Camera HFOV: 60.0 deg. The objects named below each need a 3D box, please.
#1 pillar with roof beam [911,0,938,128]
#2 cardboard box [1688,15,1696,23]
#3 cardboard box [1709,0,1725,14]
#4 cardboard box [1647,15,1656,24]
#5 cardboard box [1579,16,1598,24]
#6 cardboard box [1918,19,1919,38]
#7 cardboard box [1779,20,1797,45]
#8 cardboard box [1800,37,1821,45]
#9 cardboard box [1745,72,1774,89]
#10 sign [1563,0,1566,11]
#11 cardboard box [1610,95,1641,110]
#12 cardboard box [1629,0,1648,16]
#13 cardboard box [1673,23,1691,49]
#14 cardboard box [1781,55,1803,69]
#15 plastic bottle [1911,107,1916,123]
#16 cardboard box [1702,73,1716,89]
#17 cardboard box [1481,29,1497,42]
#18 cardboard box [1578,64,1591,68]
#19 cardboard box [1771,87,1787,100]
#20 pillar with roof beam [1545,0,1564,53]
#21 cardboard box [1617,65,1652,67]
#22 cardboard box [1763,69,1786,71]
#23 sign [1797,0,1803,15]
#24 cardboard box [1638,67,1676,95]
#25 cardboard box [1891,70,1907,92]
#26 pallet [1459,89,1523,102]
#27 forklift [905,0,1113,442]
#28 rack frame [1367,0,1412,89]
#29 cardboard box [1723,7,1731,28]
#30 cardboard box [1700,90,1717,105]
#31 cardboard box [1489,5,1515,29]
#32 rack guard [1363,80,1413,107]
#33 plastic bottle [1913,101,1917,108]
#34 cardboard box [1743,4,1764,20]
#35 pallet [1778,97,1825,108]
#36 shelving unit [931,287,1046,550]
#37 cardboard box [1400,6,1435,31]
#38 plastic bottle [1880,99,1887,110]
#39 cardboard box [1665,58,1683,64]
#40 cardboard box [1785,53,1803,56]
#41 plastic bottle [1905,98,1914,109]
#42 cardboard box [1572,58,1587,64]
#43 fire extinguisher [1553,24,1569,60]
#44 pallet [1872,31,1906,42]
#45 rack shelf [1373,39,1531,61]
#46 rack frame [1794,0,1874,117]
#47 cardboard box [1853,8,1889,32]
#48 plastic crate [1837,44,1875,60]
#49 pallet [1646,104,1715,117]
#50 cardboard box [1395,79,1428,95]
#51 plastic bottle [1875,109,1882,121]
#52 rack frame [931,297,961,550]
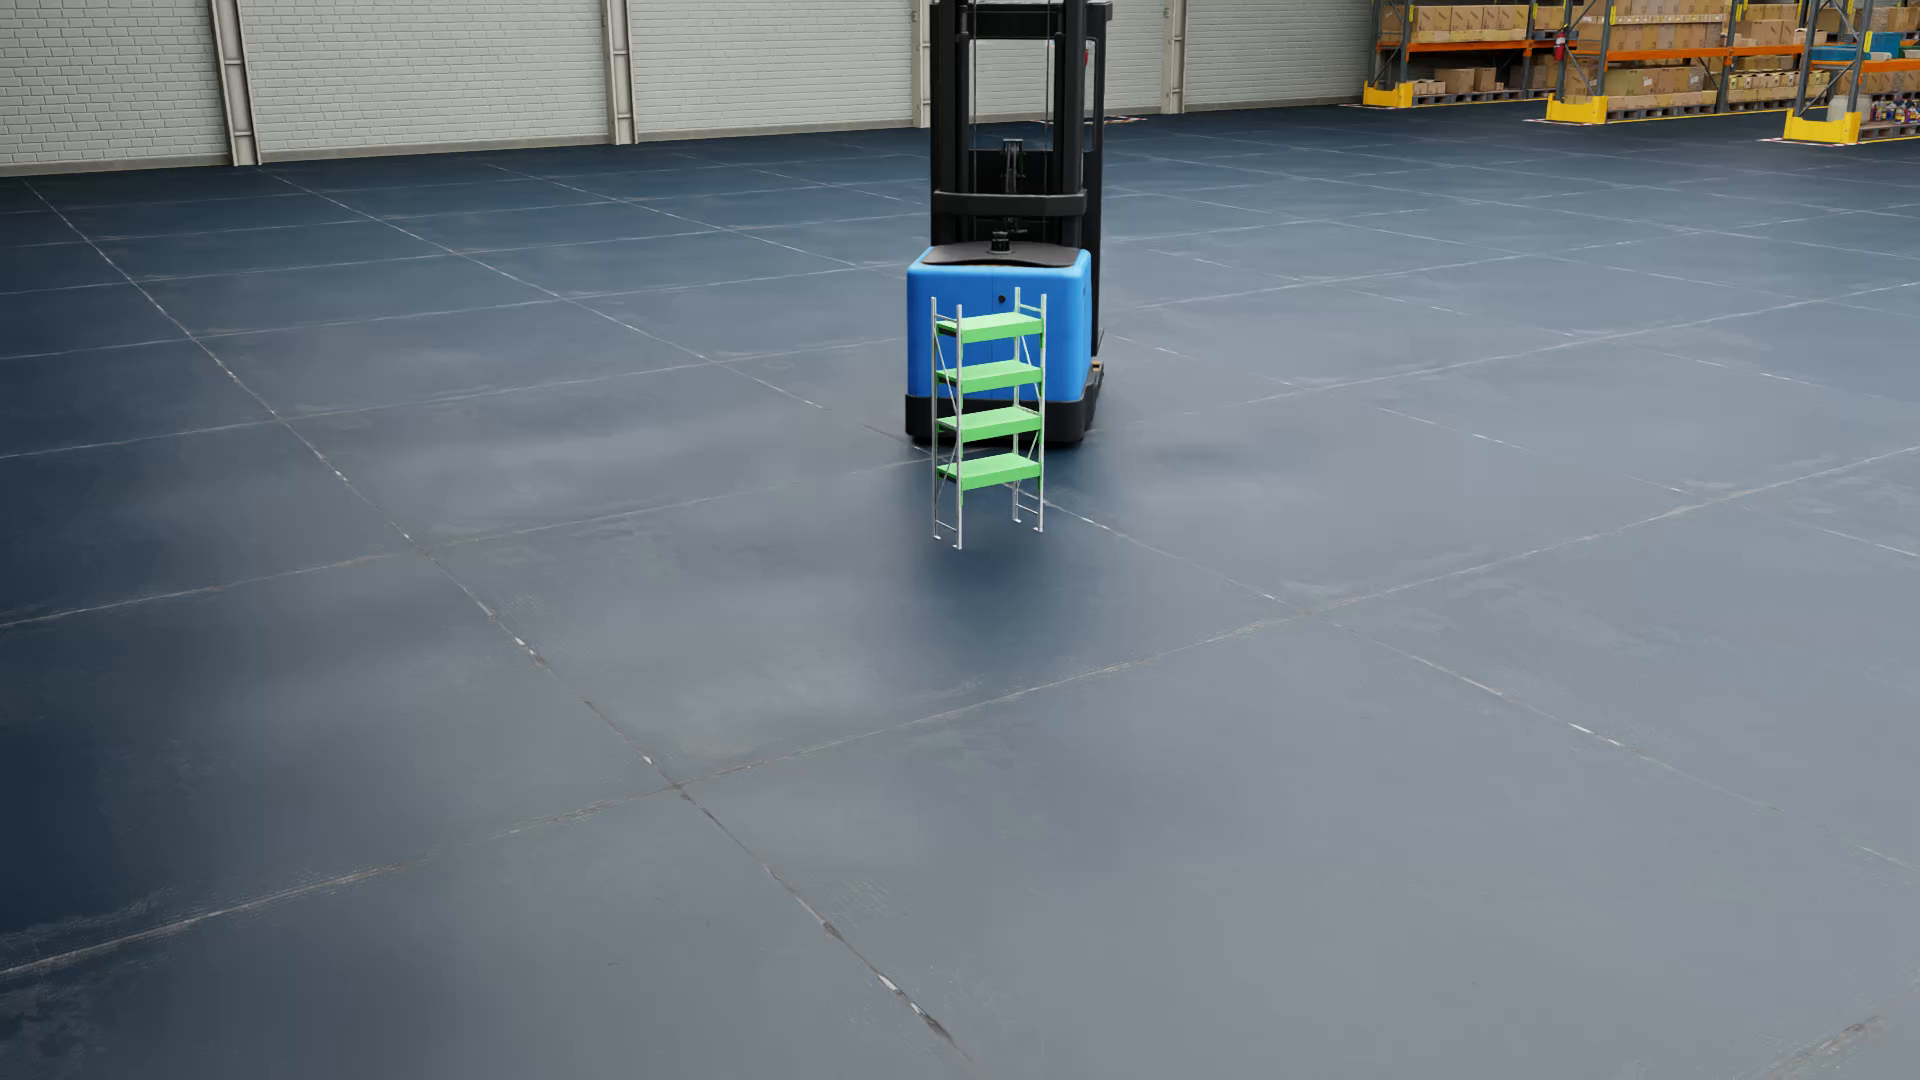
[{"bbox_3d":[1.720,-10.837,26.250,0.400,9.000,9.100,-12,22,-31],"label":"pillar with roof beam"},{"bbox_3d":[14.374,-10.357,33.027,0.250,0.149,0.380,-12,22,-32],"label":"cardboard box"},{"bbox_3d":[14.967,-10.868,33.526,0.500,0.500,0.700,-12,22,-31],"label":"cardboard box"},{"bbox_3d":[13.301,-10.130,32.356,0.250,0.149,0.380,-13,23,-33],"label":"cardboard box"},{"bbox_3d":[12.208,-10.054,32.132,0.250,0.149,0.380,-12,22,-32],"label":"cardboard box"},{"bbox_3d":[22.292,-11.899,38.602,0.500,0.500,0.500,-11,22,-31],"label":"cardboard box"},{"bbox_3d":[17.283,-10.738,35.167,0.500,0.500,0.500,-13,23,-34],"label":"cardboard box"},{"bbox_3d":[18.076,-10.639,35.423,0.250,0.149,0.380,-12,22,-31],"label":"cardboard box"},{"bbox_3d":[16.669,-9.632,34.815,0.500,0.311,0.500,-13,22,-33],"label":"cardboard box"},{"bbox_3d":[11.707,-10.390,32.115,0.005,0.325,0.100,-12,22,-31],"label":"sign"},{"bbox_3d":[12.979,-8.602,32.642,0.500,0.250,0.500,-12,22,-31],"label":"cardboard box"},{"bbox_3d":[12.871,-10.426,32.218,0.500,0.500,0.700,-13,22,-33],"label":"cardboard box"},{"bbox_3d":[14.109,-10.071,33.196,0.500,0.500,0.700,-12,22,-31],"label":"cardboard box"},{"bbox_3d":[21.681,-12.501,43.784,0.500,0.500,0.700,-12,22,-32],"label":"cardboard box"},{"bbox_3d":[16.770,-7.486,29.277,0.097,0.271,0.097,0,19,0],"label":"plastic bottle"},{"bbox_3d":[15.515,-9.596,34.708,0.500,0.311,0.500,-12,22,-31],"label":"cardboard box"},{"bbox_3d":[11.546,-11.206,36.911,0.500,0.250,0.500,-12,22,-32],"label":"cardboard box"},{"bbox_3d":[14.481,-11.044,39.444,0.500,0.500,0.700,-12,22,-32],"label":"cardboard box"},{"bbox_3d":[17.091,-9.458,35.175,0.500,0.250,0.500,-11,22,-30],"label":"cardboard box"},{"bbox_3d":[16.754,-14.008,35.628,0.400,9.000,9.100,-12,22,-31],"label":"pillar with roof beam"},{"bbox_3d":[13.523,-9.275,33.462,0.500,0.500,0.500,-12,22,-31],"label":"cardboard box"},{"bbox_3d":[17.642,-10.044,36.033,0.500,0.311,0.500,-13,22,-33],"label":"cardboard box"},{"bbox_3d":[18.369,-11.645,36.322,0.005,0.325,0.100,-12,22,-31],"label":"sign"},{"bbox_3d":[13.818,-9.131,33.038,0.500,0.500,0.500,-12,22,-31],"label":"cardboard box"},{"bbox_3d":[20.925,-10.383,37.489,0.500,0.500,0.500,-12,22,-31],"label":"cardboard box"},{"bbox_3d":[12.065,-10.162,37.972,1.213,0.211,1.003,-12,22,-31],"label":"pallet"},{"bbox_3d":[0.390,-2.391,10.742,1.130,2.935,3.031,3,19,7],"label":"forklift"},{"bbox_3d":[9.266,-10.906,35.820,0.127,3.000,1.000,-12,22,-31],"label":"rack frame"},{"bbox_3d":[19.041,-13.068,41.565,0.500,0.500,0.500,-12,22,-32],"label":"cardboard box"},{"bbox_3d":[15.067,-9.042,33.945,0.500,0.250,0.500,-12,22,-31],"label":"cardboard box"},{"bbox_3d":[11.968,-11.649,37.049,0.500,0.500,0.500,-12,22,-32],"label":"cardboard box"},{"bbox_3d":[9.329,-9.735,36.260,0.348,0.500,1.175,-12,22,-31],"label":"rack guard"},{"bbox_3d":[17.548,-7.937,30.613,0.097,0.271,0.097,0,19,0],"label":"plastic bottle"},{"bbox_3d":[19.750,-13.253,42.293,0.700,0.700,0.980,-12,22,-31],"label":"cardboard box"},{"bbox_3d":[17.966,-9.535,36.119,1.213,0.211,1.003,-12,22,-31],"label":"pallet"},{"bbox_3d":[0.138,-0.598,8.139,0.503,1.200,0.258,-12,22,-31],"label":"shelving unit"},{"bbox_3d":[9.830,-11.203,35.731,0.500,0.500,0.500,-12,22,-31],"label":"cardboard box"},{"bbox_3d":[16.640,-7.775,30.007,0.185,0.351,0.144,-12,22,-32],"label":"plastic bottle"},{"bbox_3d":[17.369,-11.742,40.995,0.750,0.750,0.750,-12,22,-32],"label":"cardboard box"},{"bbox_3d":[21.879,-12.779,43.596,0.250,0.149,0.380,-11,22,-30],"label":"cardboard box"},{"bbox_3d":[17.232,-7.844,30.213,0.185,0.351,0.144,-12,22,-31],"label":"plastic bottle"},{"bbox_3d":[14.437,-11.378,39.262,0.500,0.250,0.500,-12,22,-32],"label":"cardboard box"},{"bbox_3d":[11.639,-9.648,32.221,0.183,0.674,0.296,-12,22,-31],"label":"fire extinguisher"},{"bbox_3d":[20.297,-11.243,37.118,1.213,0.211,1.003,-12,22,-31],"label":"pallet"},{"bbox_3d":[10.936,-10.917,36.977,4.000,0.370,1.077,-12,22,-31],"label":"rack shelf"},{"bbox_3d":[14.715,-8.256,27.981,0.127,3.000,1.000,-12,22,-31],"label":"rack frame"},{"bbox_3d":[20.008,-11.488,36.730,0.500,0.500,0.700,-8,20,-21],"label":"cardboard box"},{"bbox_3d":[15.514,-8.466,28.837,0.408,0.251,0.499,-12,22,-31],"label":"plastic crate"},{"bbox_3d":[14.647,-8.836,34.052,1.213,0.211,1.003,-12,22,-31],"label":"pallet"},{"bbox_3d":[9.893,-9.938,36.469,0.500,0.311,0.500,-15,24,-37],"label":"cardboard box"},{"bbox_3d":[16.433,-7.611,29.756,0.097,0.201,0.097,0,19,0],"label":"plastic bottle"},{"bbox_3d":[-0.066,-0.555,8.012,0.015,1.200,0.240,-12,22,-31],"label":"rack frame"}]
